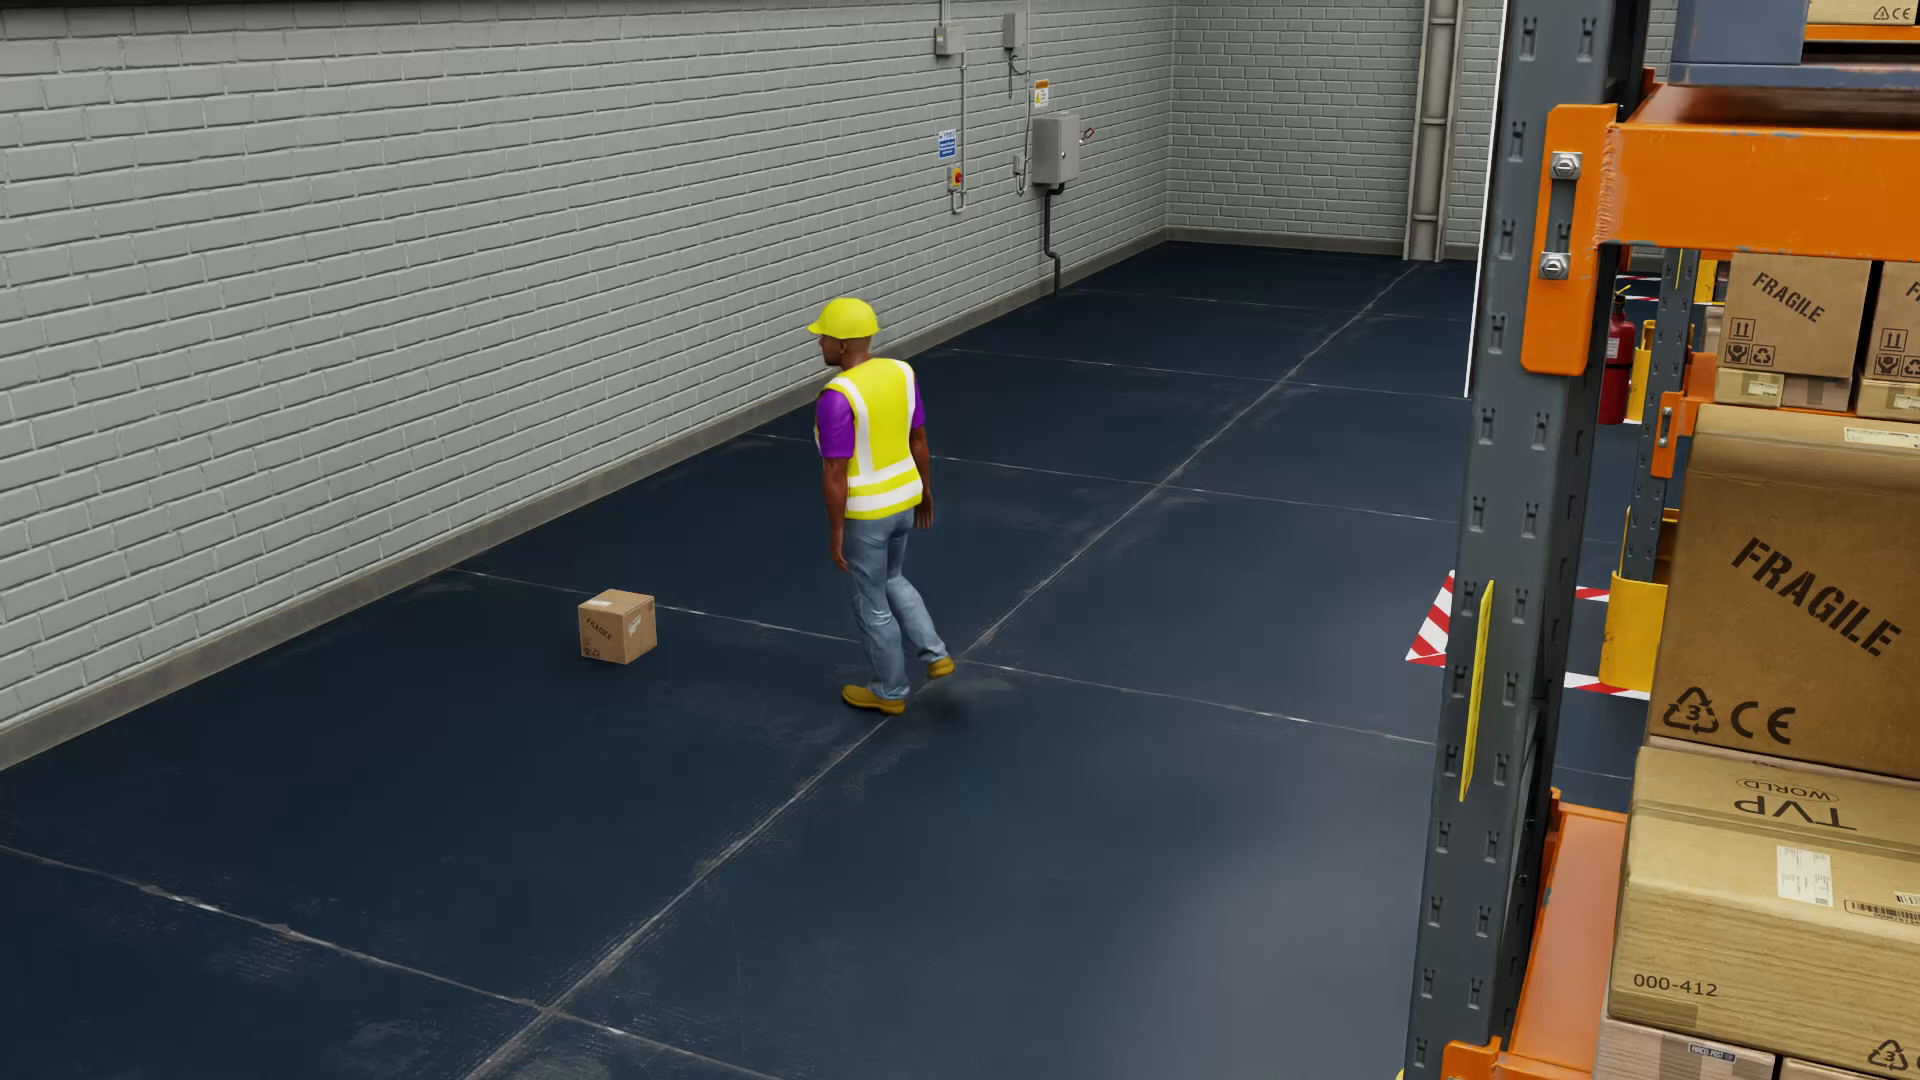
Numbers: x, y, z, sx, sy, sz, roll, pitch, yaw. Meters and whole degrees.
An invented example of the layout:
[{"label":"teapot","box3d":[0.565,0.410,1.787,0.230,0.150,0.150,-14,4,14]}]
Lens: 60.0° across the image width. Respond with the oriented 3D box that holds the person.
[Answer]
[{"label":"person","box3d":[-0.326,-0.119,6.864,0.566,1.760,0.614,14,23,35]}]
